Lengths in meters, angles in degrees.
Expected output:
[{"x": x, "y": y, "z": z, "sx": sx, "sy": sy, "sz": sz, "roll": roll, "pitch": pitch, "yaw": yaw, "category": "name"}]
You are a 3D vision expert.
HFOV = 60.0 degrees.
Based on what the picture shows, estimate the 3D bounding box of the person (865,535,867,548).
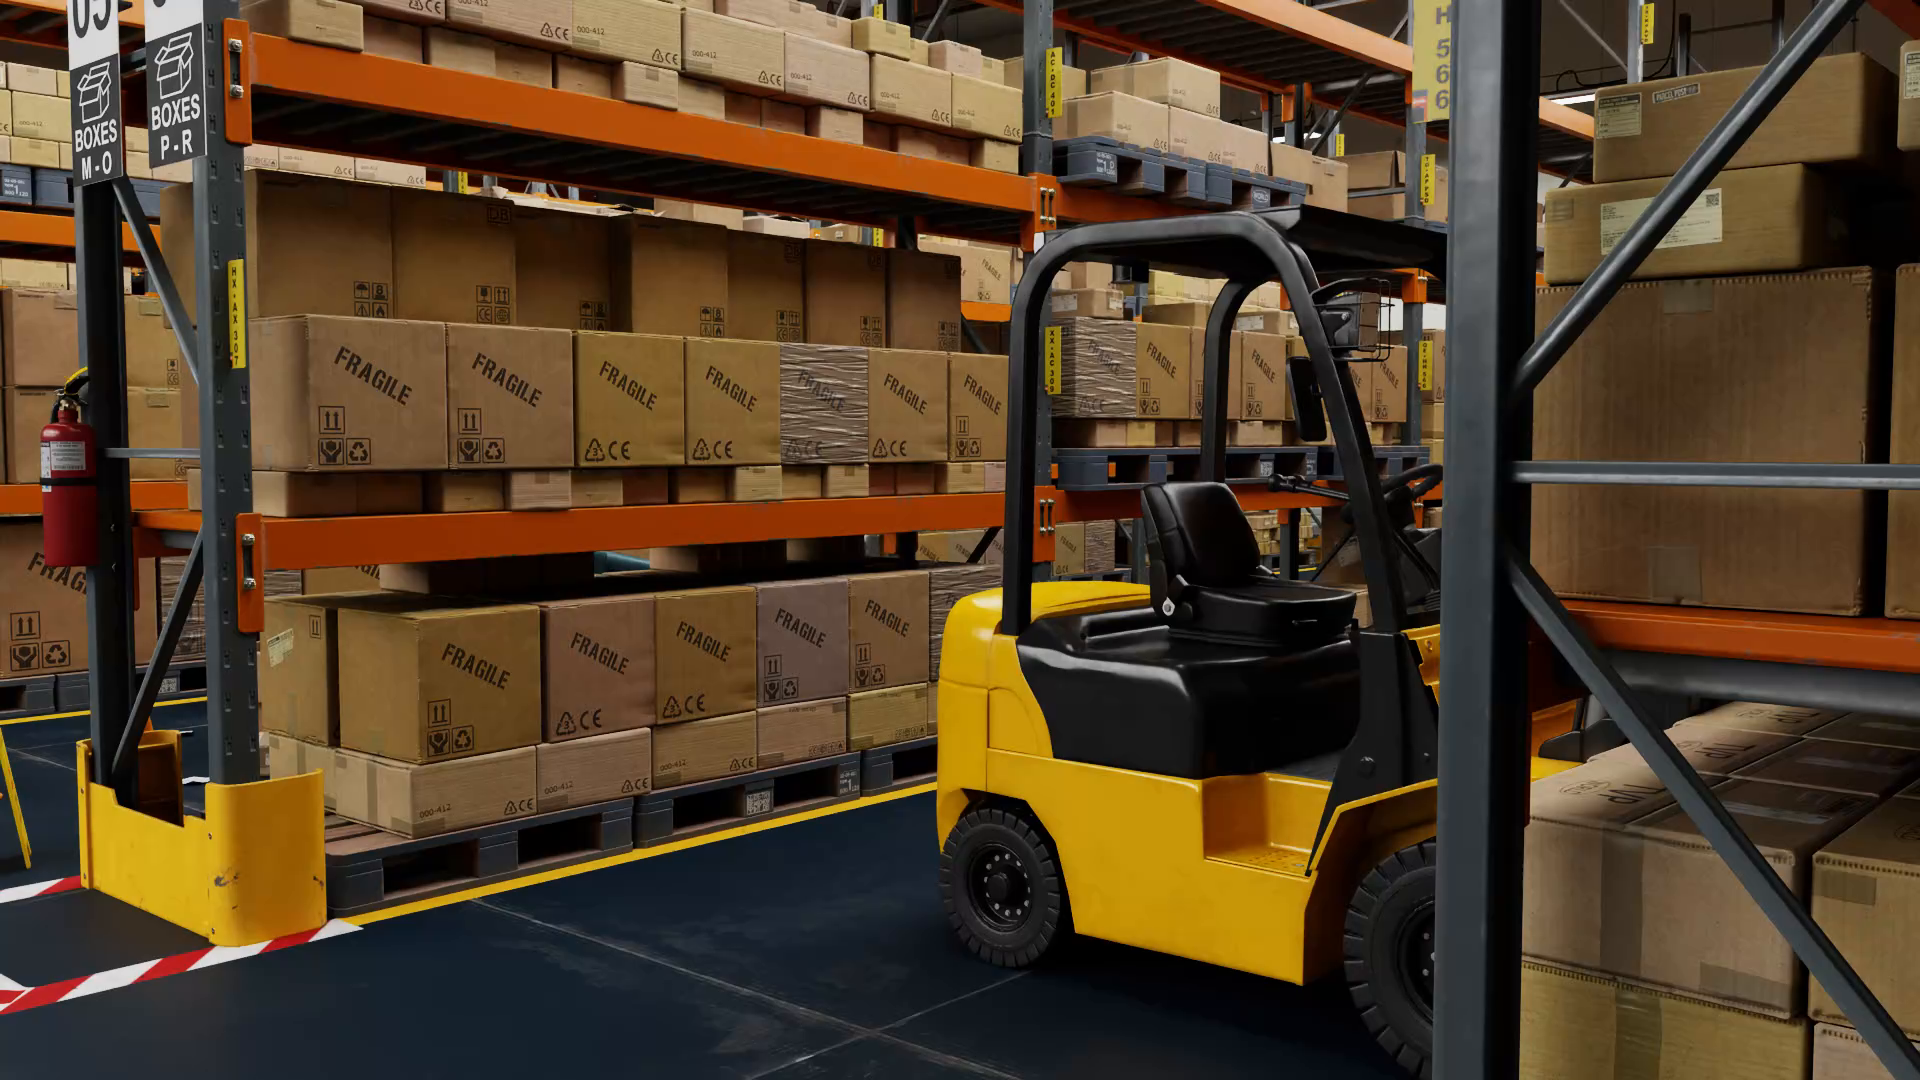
[{"x": -0.910, "y": -0.092, "z": 12.230, "sx": 0.441, "sy": 1.789, "sz": 0.590, "roll": -3, "pitch": 5, "yaw": -41, "category": "person"}]
